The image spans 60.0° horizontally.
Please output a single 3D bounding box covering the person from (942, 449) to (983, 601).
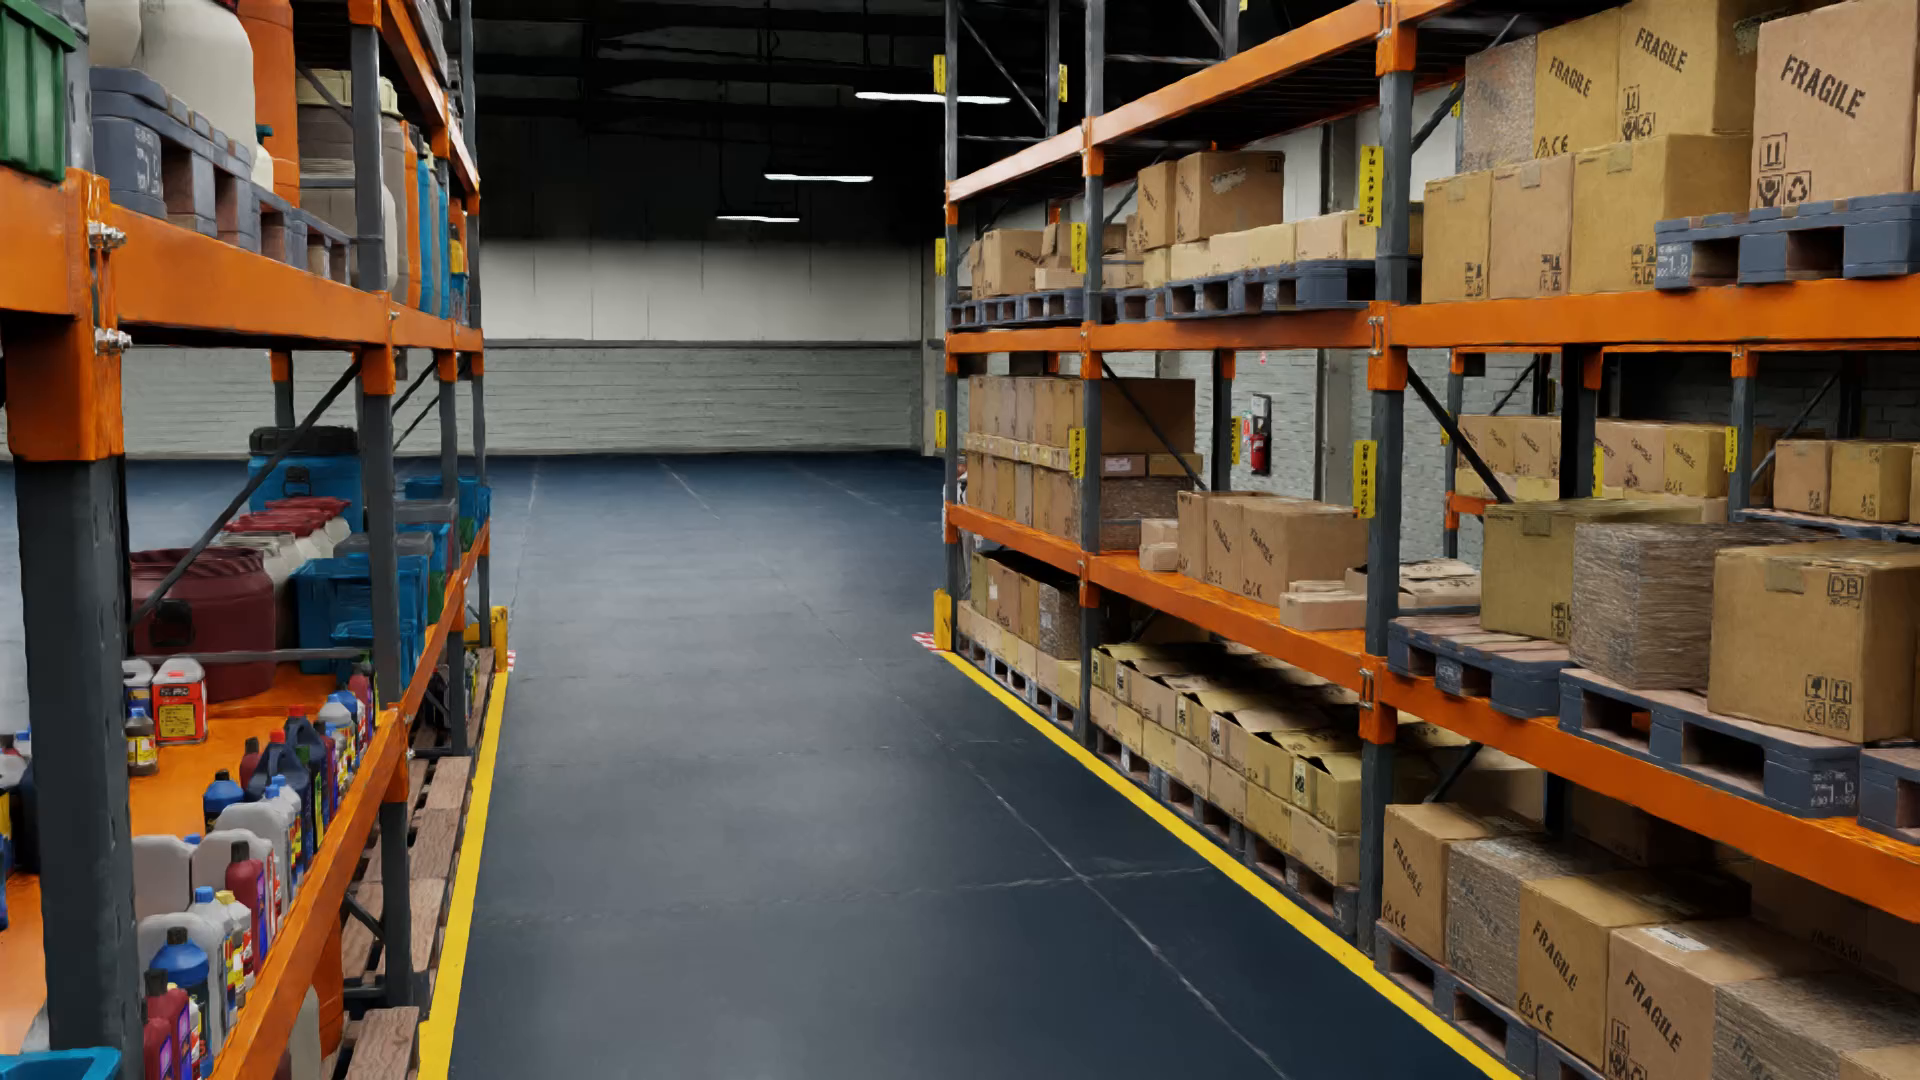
[{"bbox_3d":[0.014,-0.079,16.656,0.581,1.679,0.359,6,9,44],"label":"person"}]
